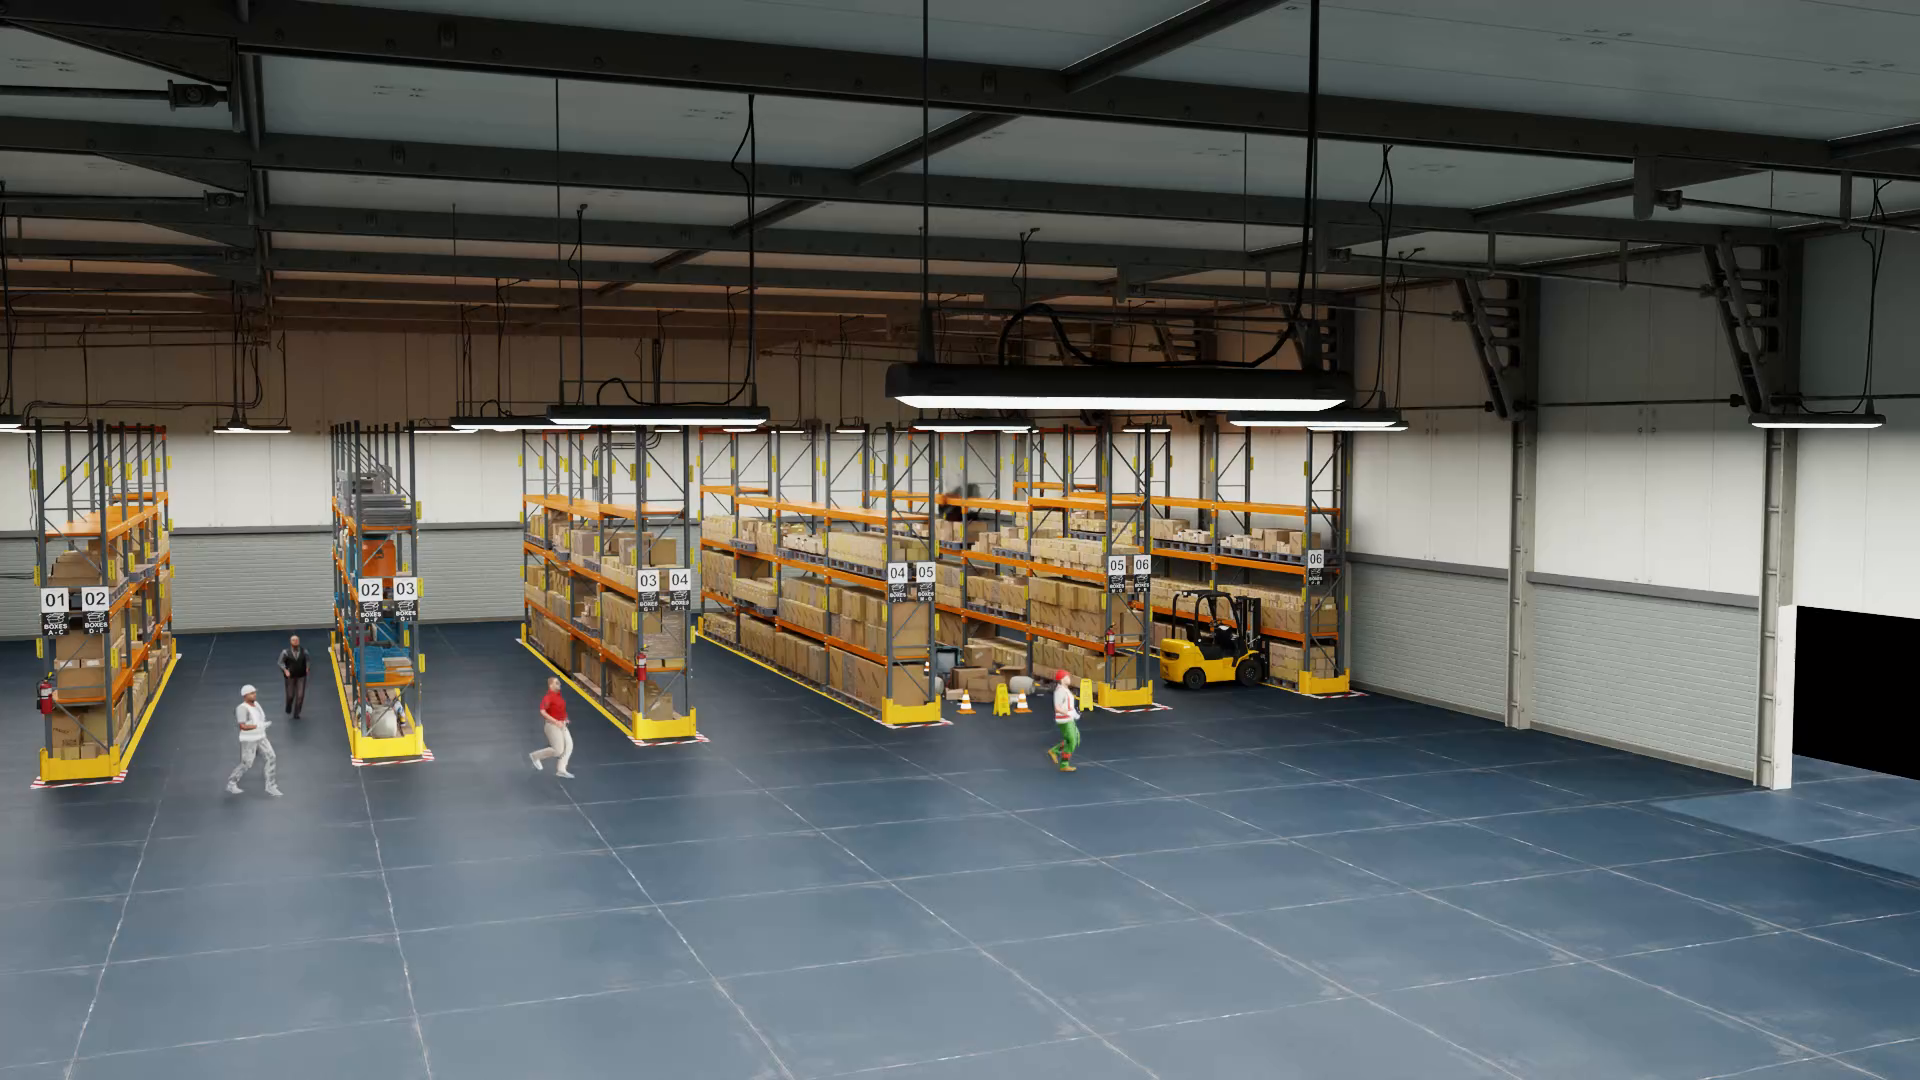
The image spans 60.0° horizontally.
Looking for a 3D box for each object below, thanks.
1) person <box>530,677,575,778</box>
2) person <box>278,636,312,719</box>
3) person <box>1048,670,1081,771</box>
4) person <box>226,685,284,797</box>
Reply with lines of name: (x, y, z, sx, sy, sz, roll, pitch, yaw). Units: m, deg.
person: (-6.837, 3.151, 27.931, 0.732, 1.696, 0.670, 1, 4, 8)
person: (-13.461, 2.777, 33.688, 0.647, 1.677, 0.580, -2, 4, -31)
person: (1.789, 3.078, 28.369, 0.614, 1.738, 0.652, 1, 4, 14)
person: (-11.210, 3.194, 26.385, 0.871, 1.815, 0.690, 1, 4, 9)
